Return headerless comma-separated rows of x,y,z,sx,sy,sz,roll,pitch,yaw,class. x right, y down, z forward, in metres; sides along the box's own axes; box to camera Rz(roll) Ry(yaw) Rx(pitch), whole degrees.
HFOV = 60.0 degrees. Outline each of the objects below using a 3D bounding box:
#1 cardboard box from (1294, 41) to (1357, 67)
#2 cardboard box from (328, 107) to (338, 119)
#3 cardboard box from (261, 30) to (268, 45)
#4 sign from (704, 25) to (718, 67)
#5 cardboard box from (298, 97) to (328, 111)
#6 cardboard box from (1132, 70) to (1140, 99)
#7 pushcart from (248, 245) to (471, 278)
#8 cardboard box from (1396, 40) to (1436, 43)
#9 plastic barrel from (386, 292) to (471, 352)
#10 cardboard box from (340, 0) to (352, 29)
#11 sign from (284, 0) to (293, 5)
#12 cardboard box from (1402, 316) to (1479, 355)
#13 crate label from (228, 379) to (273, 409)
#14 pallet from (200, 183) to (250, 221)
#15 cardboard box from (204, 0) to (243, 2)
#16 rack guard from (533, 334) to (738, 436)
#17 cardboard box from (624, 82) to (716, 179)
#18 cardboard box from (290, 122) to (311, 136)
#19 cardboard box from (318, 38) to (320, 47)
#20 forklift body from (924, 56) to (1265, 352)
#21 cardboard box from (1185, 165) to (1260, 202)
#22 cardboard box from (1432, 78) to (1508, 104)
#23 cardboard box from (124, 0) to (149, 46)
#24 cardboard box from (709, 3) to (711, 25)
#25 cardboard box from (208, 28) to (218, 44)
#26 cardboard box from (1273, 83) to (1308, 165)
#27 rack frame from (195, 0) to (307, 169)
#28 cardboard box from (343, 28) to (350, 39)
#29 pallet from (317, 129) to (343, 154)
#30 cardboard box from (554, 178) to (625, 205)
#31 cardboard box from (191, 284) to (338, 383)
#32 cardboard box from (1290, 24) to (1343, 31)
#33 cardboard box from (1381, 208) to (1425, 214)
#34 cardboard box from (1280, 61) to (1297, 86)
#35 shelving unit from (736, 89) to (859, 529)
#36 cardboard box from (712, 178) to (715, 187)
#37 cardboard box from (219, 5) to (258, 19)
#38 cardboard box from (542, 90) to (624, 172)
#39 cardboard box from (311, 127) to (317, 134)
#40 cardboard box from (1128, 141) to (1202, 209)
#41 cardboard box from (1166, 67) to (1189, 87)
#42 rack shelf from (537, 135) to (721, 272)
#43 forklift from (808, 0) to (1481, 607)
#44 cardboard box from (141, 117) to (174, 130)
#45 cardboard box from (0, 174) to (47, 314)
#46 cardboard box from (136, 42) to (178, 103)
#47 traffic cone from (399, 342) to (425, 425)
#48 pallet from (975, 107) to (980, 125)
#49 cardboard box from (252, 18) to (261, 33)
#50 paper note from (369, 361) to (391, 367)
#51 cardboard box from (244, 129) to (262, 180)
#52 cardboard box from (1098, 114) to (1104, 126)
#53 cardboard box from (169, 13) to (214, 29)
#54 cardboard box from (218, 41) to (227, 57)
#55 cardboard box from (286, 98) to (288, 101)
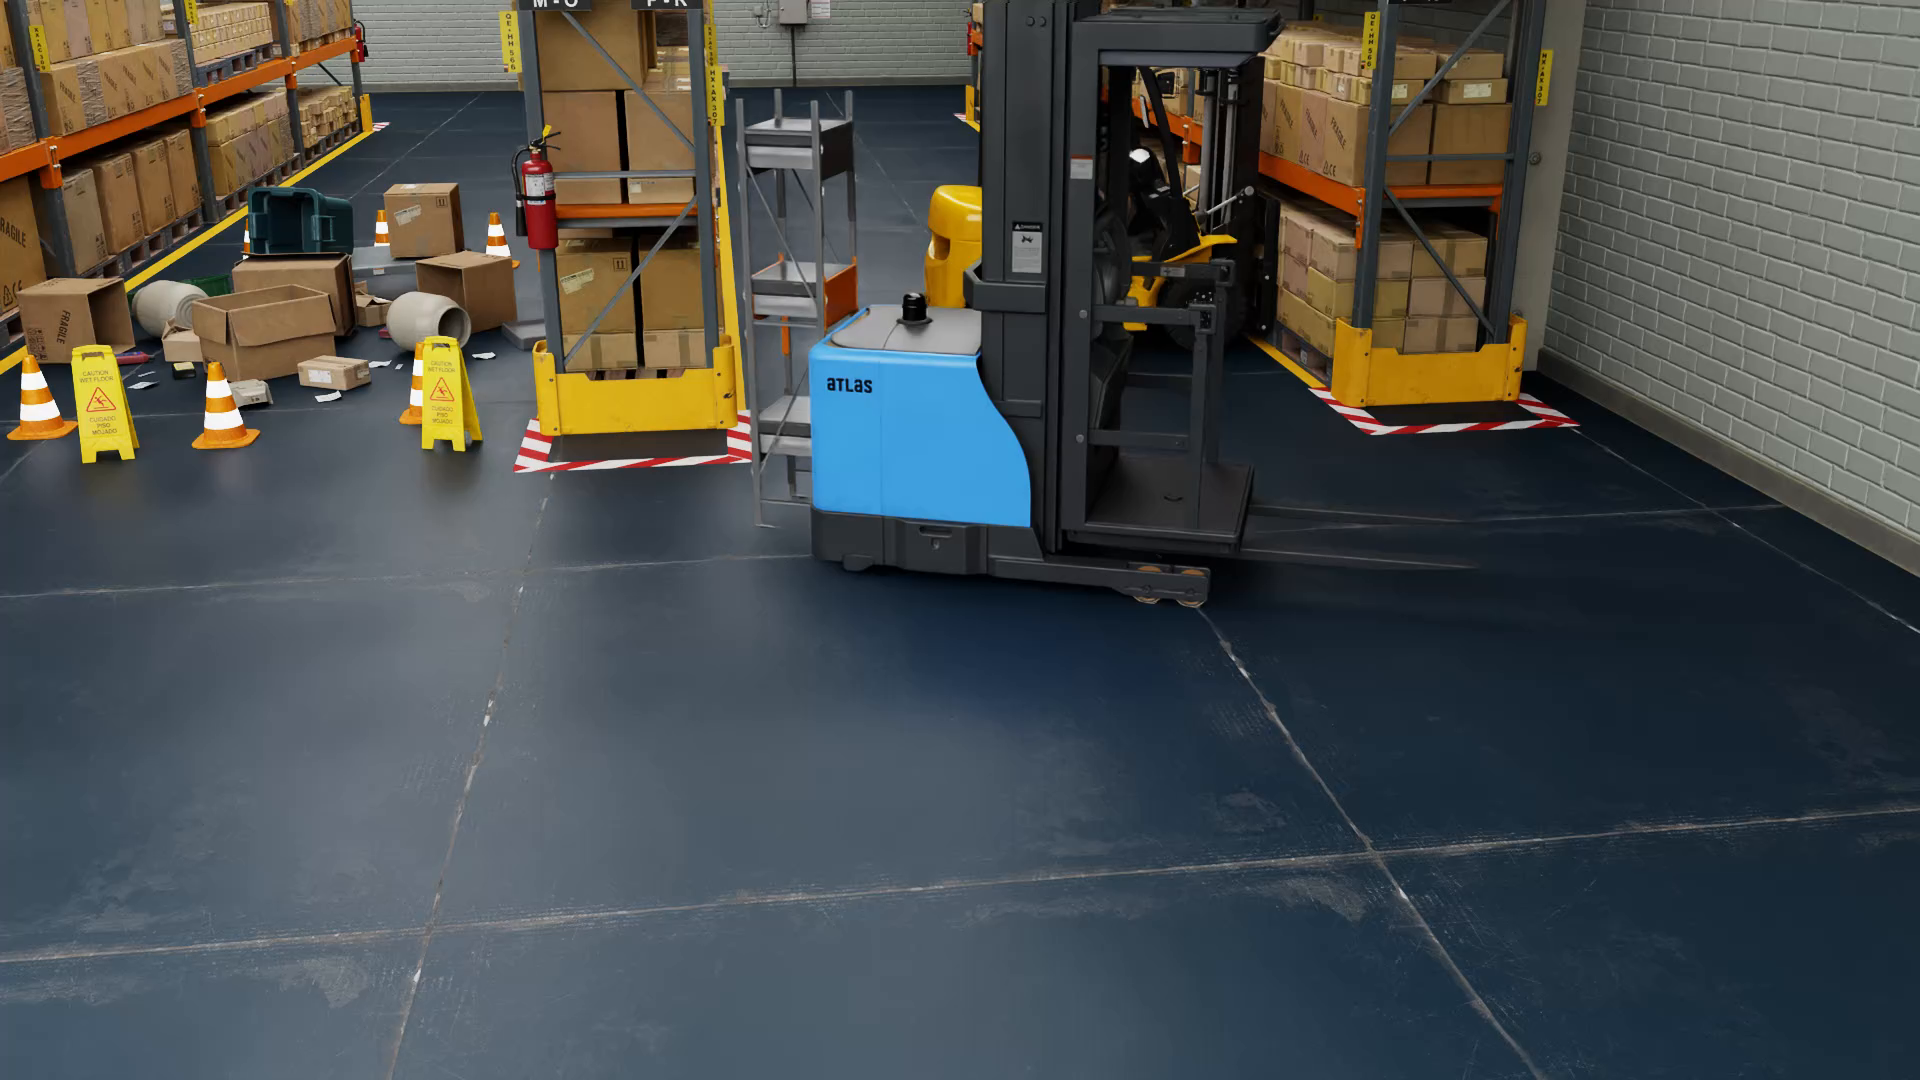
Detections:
2.480,-3.286,11.233,0.380,0.149,0.250,-2,21,-6,cardboard box
-8.580,-5.723,22.300,0.380,0.149,0.250,-2,21,-5,cardboard box
-8.253,-5.815,19.258,0.380,0.149,0.250,-3,21,-7,cardboard box
-1.972,-3.904,13.145,0.100,0.325,0.005,-3,21,-8,sign
-8.589,-5.766,21.991,0.380,0.149,0.250,-3,21,-7,cardboard box
1.871,-4.337,15.755,0.500,0.250,0.500,-2,21,-6,cardboard box
-4.756,-2.108,13.320,1.648,0.377,0.936,-11,23,-26,pushcart
3.003,-3.312,11.301,0.380,0.149,0.250,-2,21,-6,cardboard box
-3.727,-1.516,11.669,0.512,0.421,0.421,12,24,30,plastic barrel
-8.802,-7.382,23.127,0.500,0.500,0.500,-2,21,-7,cardboard box
-7.996,-6.525,19.746,0.100,0.325,0.005,-3,21,-8,sign
3.103,-1.424,11.071,0.500,0.250,0.500,-3,21,-8,cardboard box
-4.493,-0.922,10.488,0.250,0.136,0.298,-15,25,-35,crate label
-8.079,-3.533,17.374,1.003,0.211,1.213,-3,21,-8,pallet
-8.880,-6.757,20.025,0.500,0.500,0.500,-4,21,-10,cardboard box
-1.942,-0.939,10.016,1.175,0.500,0.348,-3,21,-8,rack guard
-1.725,-2.448,9.915,0.500,0.500,0.500,-3,21,-9,cardboard box
-8.280,-5.096,20.622,0.380,0.149,0.250,-2,21,-5,cardboard box
-8.584,-6.495,21.677,0.380,0.149,0.250,-2,21,-6,cardboard box
0.902,-2.502,11.842,2.313,2.155,1.214,-3,21,-8,forklift body
2.163,-2.914,13.632,0.500,0.250,0.500,-3,21,-9,cardboard box
3.188,-2.817,10.400,0.380,0.149,0.250,-3,21,-9,cardboard box
-7.839,-4.753,15.083,0.700,0.500,0.500,-3,21,-9,cardboard box
-2.584,-4.740,15.452,0.500,0.500,0.500,-4,21,-11,cardboard box
-7.958,-5.238,17.287,0.380,0.149,0.250,-3,21,-8,cardboard box
2.510,-2.897,11.542,0.500,0.500,0.500,-3,21,-9,cardboard box
-8.544,-5.954,19.870,1.000,3.000,0.127,-3,21,-8,rack frame
-8.794,-7.122,23.358,0.380,0.149,0.250,-3,21,-8,cardboard box
-8.855,-5.302,22.109,1.003,0.211,1.213,-3,21,-8,pallet
-2.196,-2.085,9.870,0.380,0.149,0.250,-2,21,-6,cardboard box
-4.689,-1.395,11.231,0.637,0.503,0.797,17,27,39,cardboard box
2.795,-3.935,12.970,0.380,0.149,0.250,-3,21,-8,cardboard box
2.961,-2.235,11.813,0.500,0.250,0.500,-3,21,-8,cardboard box
2.444,-3.235,11.520,0.380,0.149,0.250,-3,21,-7,cardboard box
-0.774,-1.116,8.203,0.431,2.100,0.503,5,21,14,shelving unit
-2.157,-2.537,12.980,0.500,0.500,0.500,-3,21,-9,cardboard box
-8.219,-6.000,18.902,0.380,0.149,0.250,-4,21,-9,cardboard box
-2.282,-2.444,9.904,0.500,0.500,0.500,-3,21,-9,cardboard box
-8.491,-5.218,21.375,0.380,0.149,0.250,-3,21,-9,cardboard box
2.103,-3.514,16.131,0.875,0.625,0.625,-4,21,-10,cardboard box
2.080,-4.041,14.249,0.500,0.250,0.500,-3,21,-9,cardboard box
-2.219,-2.439,11.488,1.077,0.370,4.000,-3,21,-8,rack shelf
0.874,-1.277,7.447,3.031,2.935,1.130,5,21,12,forklift
-8.326,-4.169,16.993,0.500,0.250,0.500,-3,21,-9,cardboard box
-7.370,-2.164,12.160,0.875,0.875,0.875,-3,21,-7,cardboard box
-7.567,-4.301,15.301,0.500,0.500,0.500,-3,21,-8,cardboard box
-3.269,-0.979,10.176,0.336,0.463,0.334,-3,21,-8,traffic cone
0.801,-6.266,24.692,1.003,0.211,1.213,-3,21,-8,pallet
-8.220,-5.867,18.972,0.380,0.149,0.250,-2,21,-5,cardboard box
-4.011,-1.216,11.445,0.148,0.019,0.142,4,21,11,paper note
-7.972,-4.204,18.157,0.500,0.500,0.500,-3,21,-9,cardboard box
1.505,-4.593,18.272,0.380,0.149,0.250,-4,21,-10,cardboard box
-7.953,-5.366,17.205,0.380,0.149,0.250,-4,21,-10,cardboard box
-7.992,-5.185,17.570,0.380,0.149,0.250,-2,21,-6,cardboard box
-9.042,-5.743,21.930,0.380,0.149,0.250,-3,21,-8,cardboard box
